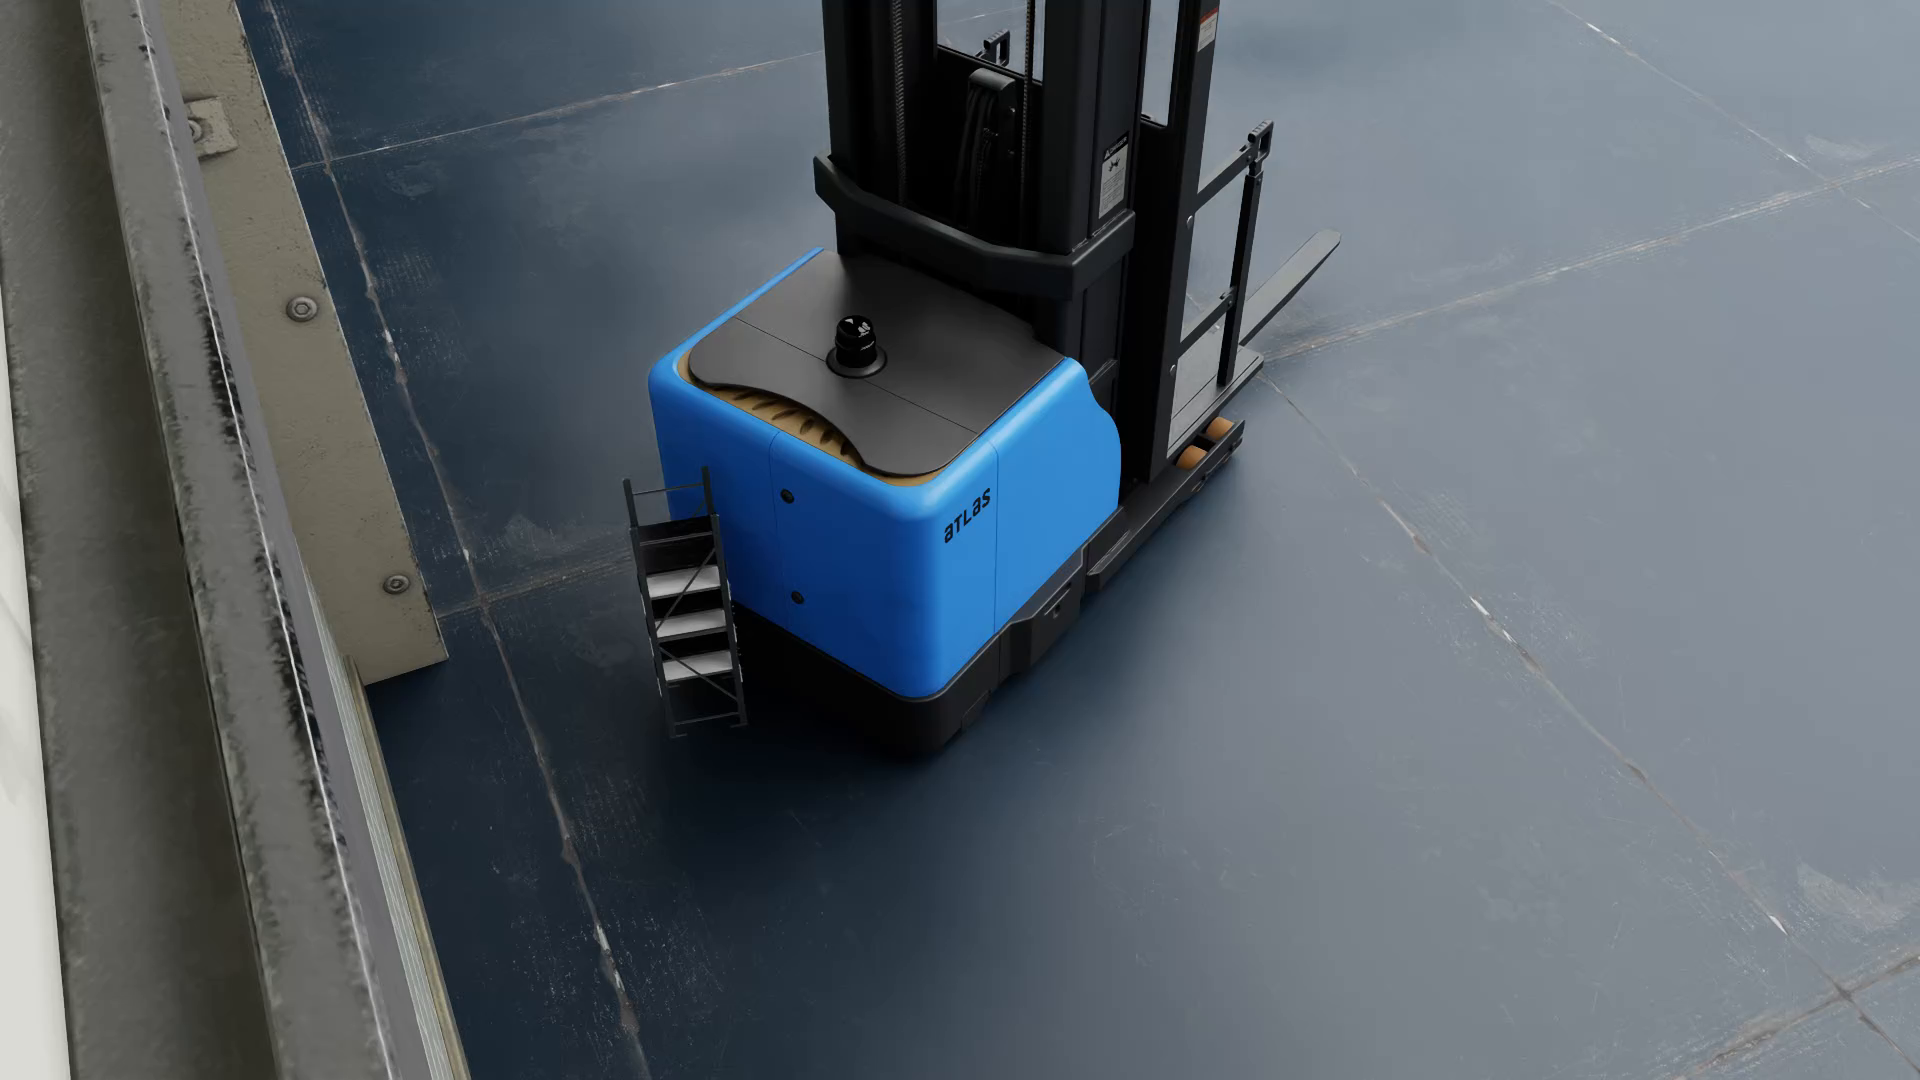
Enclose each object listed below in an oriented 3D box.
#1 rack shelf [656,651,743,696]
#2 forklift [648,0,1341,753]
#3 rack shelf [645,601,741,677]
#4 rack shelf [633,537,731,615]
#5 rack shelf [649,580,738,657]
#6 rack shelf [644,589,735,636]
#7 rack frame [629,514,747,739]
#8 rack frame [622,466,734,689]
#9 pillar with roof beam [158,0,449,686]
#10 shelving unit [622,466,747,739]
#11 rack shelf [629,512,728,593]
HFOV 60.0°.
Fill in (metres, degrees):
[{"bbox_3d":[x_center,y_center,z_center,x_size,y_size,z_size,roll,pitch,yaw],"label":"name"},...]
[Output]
[{"bbox_3d":[-0.801,0.354,5.054,0.258,0.077,0.200,-10,45,-10],"label":"rack shelf"},{"bbox_3d":[0.369,-1.396,5.078,1.130,2.935,3.031,27,51,25],"label":"forklift"},{"bbox_3d":[-0.801,0.290,4.991,0.258,0.077,0.200,-10,45,-10],"label":"rack shelf"},{"bbox_3d":[-0.801,0.098,4.801,0.258,0.077,0.200,-10,45,-10],"label":"rack shelf"},{"bbox_3d":[-0.801,0.226,4.928,0.258,0.077,0.200,-10,45,-10],"label":"rack shelf"},{"bbox_3d":[-0.801,0.162,4.865,0.258,0.077,0.200,-10,45,-10],"label":"rack shelf"},{"bbox_3d":[-0.778,0.272,4.834,0.240,0.900,0.006,-10,45,-10],"label":"rack frame"},{"bbox_3d":[-0.825,0.133,4.975,0.240,0.900,0.006,-10,45,-10],"label":"rack frame"},{"bbox_3d":[2.035,-4.173,3.573,9.100,9.000,0.400,-18,47,-17],"label":"pillar with roof beam"},{"bbox_3d":[-0.801,0.202,4.904,0.258,0.900,0.210,-10,45,-10],"label":"shelving unit"},{"bbox_3d":[-0.801,0.034,4.738,0.258,0.077,0.200,-10,45,-10],"label":"rack shelf"}]
